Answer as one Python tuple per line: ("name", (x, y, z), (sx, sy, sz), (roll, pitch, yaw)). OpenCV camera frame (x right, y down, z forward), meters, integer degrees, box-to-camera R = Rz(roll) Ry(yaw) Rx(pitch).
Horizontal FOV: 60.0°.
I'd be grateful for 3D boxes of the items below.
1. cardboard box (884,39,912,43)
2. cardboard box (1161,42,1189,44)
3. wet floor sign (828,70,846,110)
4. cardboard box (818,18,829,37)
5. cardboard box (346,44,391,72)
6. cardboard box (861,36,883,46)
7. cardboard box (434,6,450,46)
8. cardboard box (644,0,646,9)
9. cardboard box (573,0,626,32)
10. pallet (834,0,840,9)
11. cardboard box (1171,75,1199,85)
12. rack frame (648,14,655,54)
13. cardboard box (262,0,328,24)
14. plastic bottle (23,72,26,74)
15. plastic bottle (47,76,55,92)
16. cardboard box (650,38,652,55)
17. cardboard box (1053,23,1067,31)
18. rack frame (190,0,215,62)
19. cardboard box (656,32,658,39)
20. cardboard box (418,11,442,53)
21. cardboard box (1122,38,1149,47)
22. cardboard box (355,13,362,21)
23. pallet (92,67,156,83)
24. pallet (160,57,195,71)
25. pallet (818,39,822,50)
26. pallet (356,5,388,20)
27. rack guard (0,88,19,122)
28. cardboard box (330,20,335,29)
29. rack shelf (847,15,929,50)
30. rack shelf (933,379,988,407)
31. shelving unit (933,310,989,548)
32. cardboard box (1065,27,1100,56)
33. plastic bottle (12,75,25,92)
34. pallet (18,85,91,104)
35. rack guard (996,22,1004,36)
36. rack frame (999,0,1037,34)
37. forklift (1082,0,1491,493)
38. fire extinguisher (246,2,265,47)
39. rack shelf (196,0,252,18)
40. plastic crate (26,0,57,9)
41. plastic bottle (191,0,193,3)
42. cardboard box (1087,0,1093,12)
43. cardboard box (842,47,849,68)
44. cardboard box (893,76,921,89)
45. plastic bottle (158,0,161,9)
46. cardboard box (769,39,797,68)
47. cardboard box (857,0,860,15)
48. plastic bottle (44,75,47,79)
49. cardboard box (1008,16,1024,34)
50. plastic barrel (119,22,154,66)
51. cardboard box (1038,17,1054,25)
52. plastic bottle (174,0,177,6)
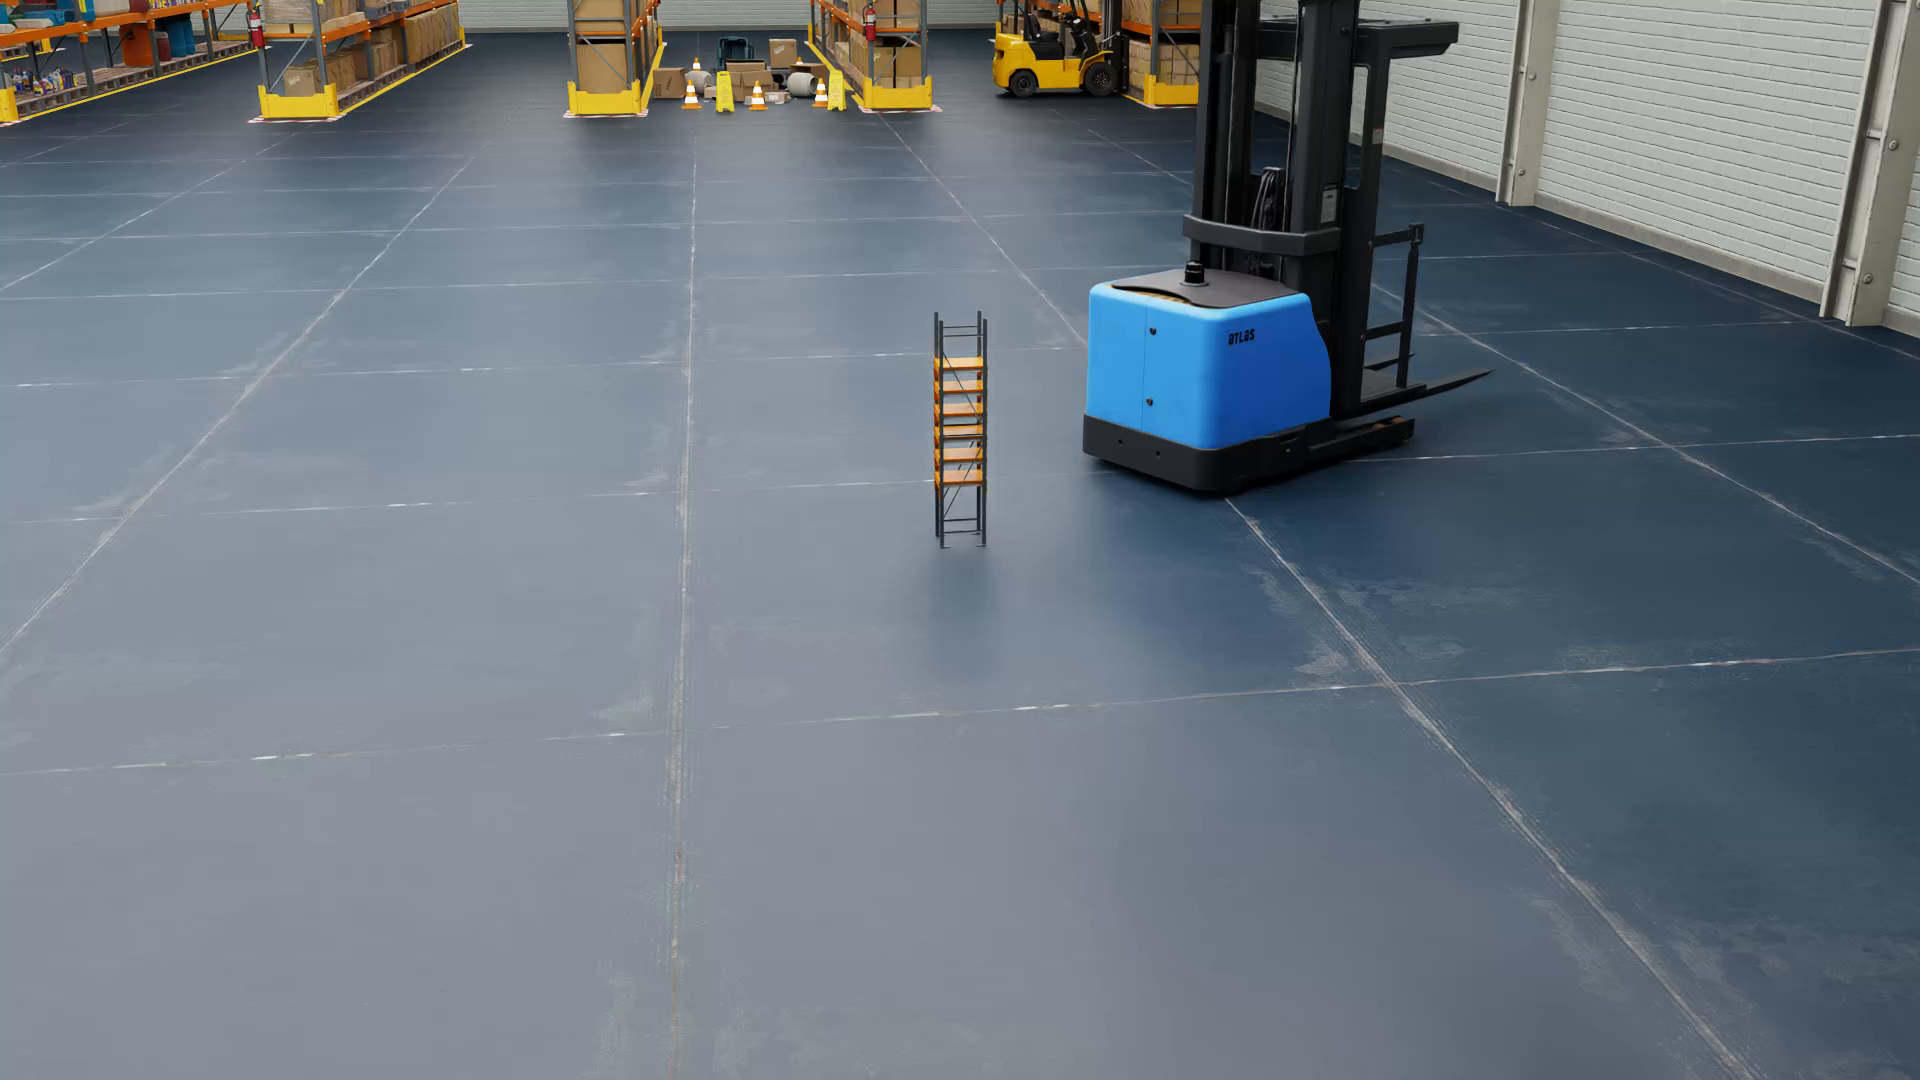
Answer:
("cardboard box", (-1.143, -8.983, 30.739), (0.500, 0.500, 0.500), (-2, 21, -5))
("cardboard box", (3.886, -8.860, 30.051), (0.500, 0.250, 0.500), (-3, 21, -8))
("wet floor sign", (-2.099, -7.660, 28.302), (0.267, 0.644, 0.232), (4, 21, 11))
("cardboard box", (-3.180, -13.195, 42.820), (0.875, 0.438, 0.875), (-4, 21, -10))
("cardboard box", (-11.730, -9.569, 32.994), (0.700, 0.500, 0.500), (-1, 21, -3))
("cardboard box", (-1.560, -8.834, 29.413), (0.380, 0.149, 0.250), (-2, 21, -6))
("cardboard box", (-12.749, -12.283, 39.752), (0.875, 0.875, 0.875), (-3, 21, -8))
("cardboard box", (-6.703, -11.099, 34.004), (0.500, 0.500, 0.500), (-3, 21, -8))
("cardboard box", (-6.049, -8.794, 27.761), (0.875, 0.550, 0.550), (-3, 21, -8))
("pallet", (-2.012, -11.321, 35.015), (1.213, 0.211, 1.003), (-3, 21, -8))
("cardboard box", (3.967, -8.223, 29.774), (0.500, 0.250, 0.500), (-3, 21, -8))
("rack frame", (-7.681, -12.753, 38.573), (1.000, 3.000, 0.127), (-3, 21, -8))
("cardboard box", (-10.926, -8.761, 27.317), (0.875, 0.500, 0.500), (-3, 21, -8))
("plastic bottle", (-16.666, -8.205, 29.661), (0.152, 0.276, 0.135), (-2, 21, -6))
("plastic bottle", (-15.821, -7.928, 28.926), (0.097, 0.271, 0.097), (0, 20, 0))
("cardboard box", (-7.108, -11.003, 36.860), (0.500, 0.500, 0.500), (-3, 21, -9))
("cardboard box", (2.299, -11.485, 37.224), (0.380, 0.149, 0.250), (-4, 21, -11))
("rack frame", (-17.505, -12.288, 37.328), (1.000, 3.000, 0.127), (-3, 21, -8))
("cardboard box", (-7.838, -12.743, 42.022), (0.380, 0.149, 0.250), (-2, 21, -6))
("cardboard box", (-12.492, -11.518, 37.705), (1.225, 0.875, 0.875), (-3, 21, -8))
("cardboard box", (3.241, -9.181, 30.912), (0.500, 0.250, 0.500), (-3, 21, -9))
("cardboard box", (-11.102, -9.503, 30.232), (0.380, 0.149, 0.250), (-3, 21, -8))
("pallet", (-16.855, -9.326, 33.385), (1.003, 0.211, 1.213), (-3, 21, -8))
("pallet", (-17.256, -10.289, 35.962), (1.003, 0.211, 1.213), (-3, 21, -8))
("pallet", (-3.009, -12.421, 41.672), (1.003, 0.211, 1.213), (-3, 21, -8))
("pallet", (-11.417, -9.950, 31.343), (1.003, 0.211, 1.213), (-3, 21, -8))
("rack guard", (-15.833, -6.986, 26.706), (1.175, 0.500, 0.348), (-3, 21, -8))
("cardboard box", (-10.803, -8.723, 28.143), (0.380, 0.149, 0.250), (-3, 21, -8))
("rack shelf", (-1.356, -9.238, 30.191), (1.077, 0.370, 4.000), (-3, 21, -8))
("rack shelf", (0.002, -0.740, 8.424), (0.258, 0.103, 0.180), (-3, 21, -8))
("shelving unit", (0.002, -0.557, 8.493), (0.258, 1.200, 0.189), (-3, 21, -8))
("cardboard box", (2.767, -10.772, 36.063), (0.875, 0.625, 0.625), (-2, 21, -6))
("plastic bottle", (-16.415, -7.951, 28.982), (0.152, 0.276, 0.135), (-3, 21, -8))
("pallet", (-16.296, -7.977, 29.772), (1.003, 0.211, 1.213), (-3, 21, -8))
("rack guard", (1.548, -13.477, 44.084), (1.175, 0.500, 0.348), (-3, 21, -8))
("rack frame", (1.538, -14.674, 43.717), (1.000, 3.000, 0.127), (-3, 21, -8))
("forklift", (2.183, -2.044, 10.000), (3.031, 2.935, 1.130), (-17, 26, -37))
("fire extinguisher", (-11.313, -8.284, 26.718), (0.296, 0.674, 0.183), (-3, 21, -8))
("rack shelf", (-17.793, -12.643, 39.308), (1.077, 0.370, 4.000), (-3, 21, -8))
("plastic crate", (-16.724, -9.700, 30.308), (0.402, 0.464, 0.583), (-3, 21, -8))
("plastic bottle", (-17.050, -12.035, 36.819), (0.061, 0.283, 0.133), (-3, 21, -8))
("cardboard box", (2.858, -10.784, 33.516), (0.500, 0.250, 0.500), (-3, 21, -8))
("cardboard box", (-1.931, -9.904, 34.102), (0.950, 0.372, 0.625), (-2, 21, -6))
("cardboard box", (-0.910, -8.084, 29.404), (0.500, 0.250, 0.500), (-3, 21, -8))
("plastic bottle", (-16.712, -11.223, 34.645), (0.061, 0.283, 0.133), (-3, 21, -8))
("cardboard box", (-3.401, -9.351, 31.956), (0.500, 0.500, 0.500), (-3, 21, -8))
("cardboard box", (-1.555, -9.590, 29.537), (0.500, 0.500, 0.500), (-3, 21, -8))
("plastic bottle", (-15.985, -8.003, 29.109), (0.061, 0.283, 0.133), (-3, 21, -8))
("cardboard box", (1.617, -13.185, 42.703), (0.700, 0.500, 0.500), (-2, 21, -6))
("plastic barrel", (-17.016, -10.251, 34.378), (0.600, 0.830, 0.708), (-3, 21, -8))
("cardboard box", (2.067, -12.301, 39.408), (0.380, 0.149, 0.250), (-4, 21, -11))
("plastic bottle", (-16.872, -11.607, 35.673), (0.061, 0.283, 0.133), (-3, 21, -8))
